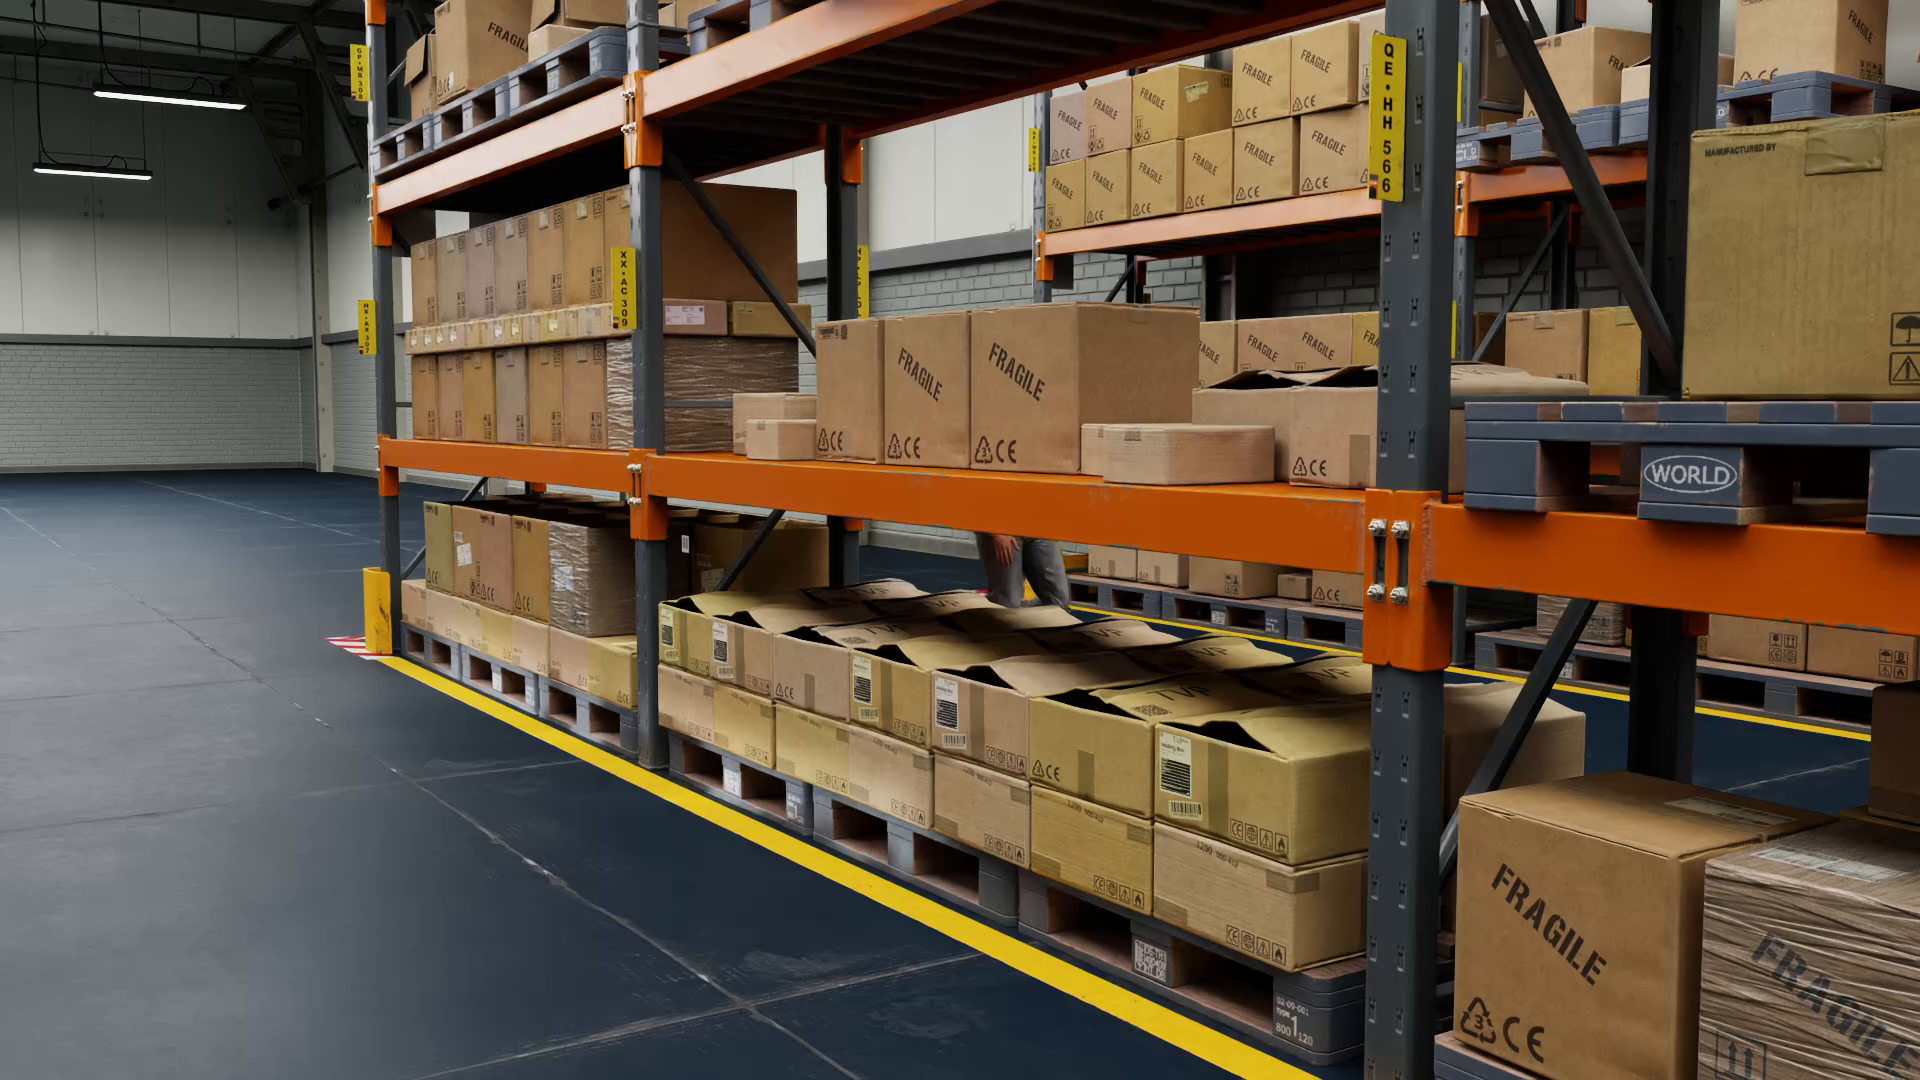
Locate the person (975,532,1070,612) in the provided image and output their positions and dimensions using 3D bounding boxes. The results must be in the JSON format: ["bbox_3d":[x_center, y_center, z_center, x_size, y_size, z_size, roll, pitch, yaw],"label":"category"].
[{"bbox_3d":[0.255,-0.071,8.253,0.473,1.763,0.563,4,6,42],"label":"person"}]
